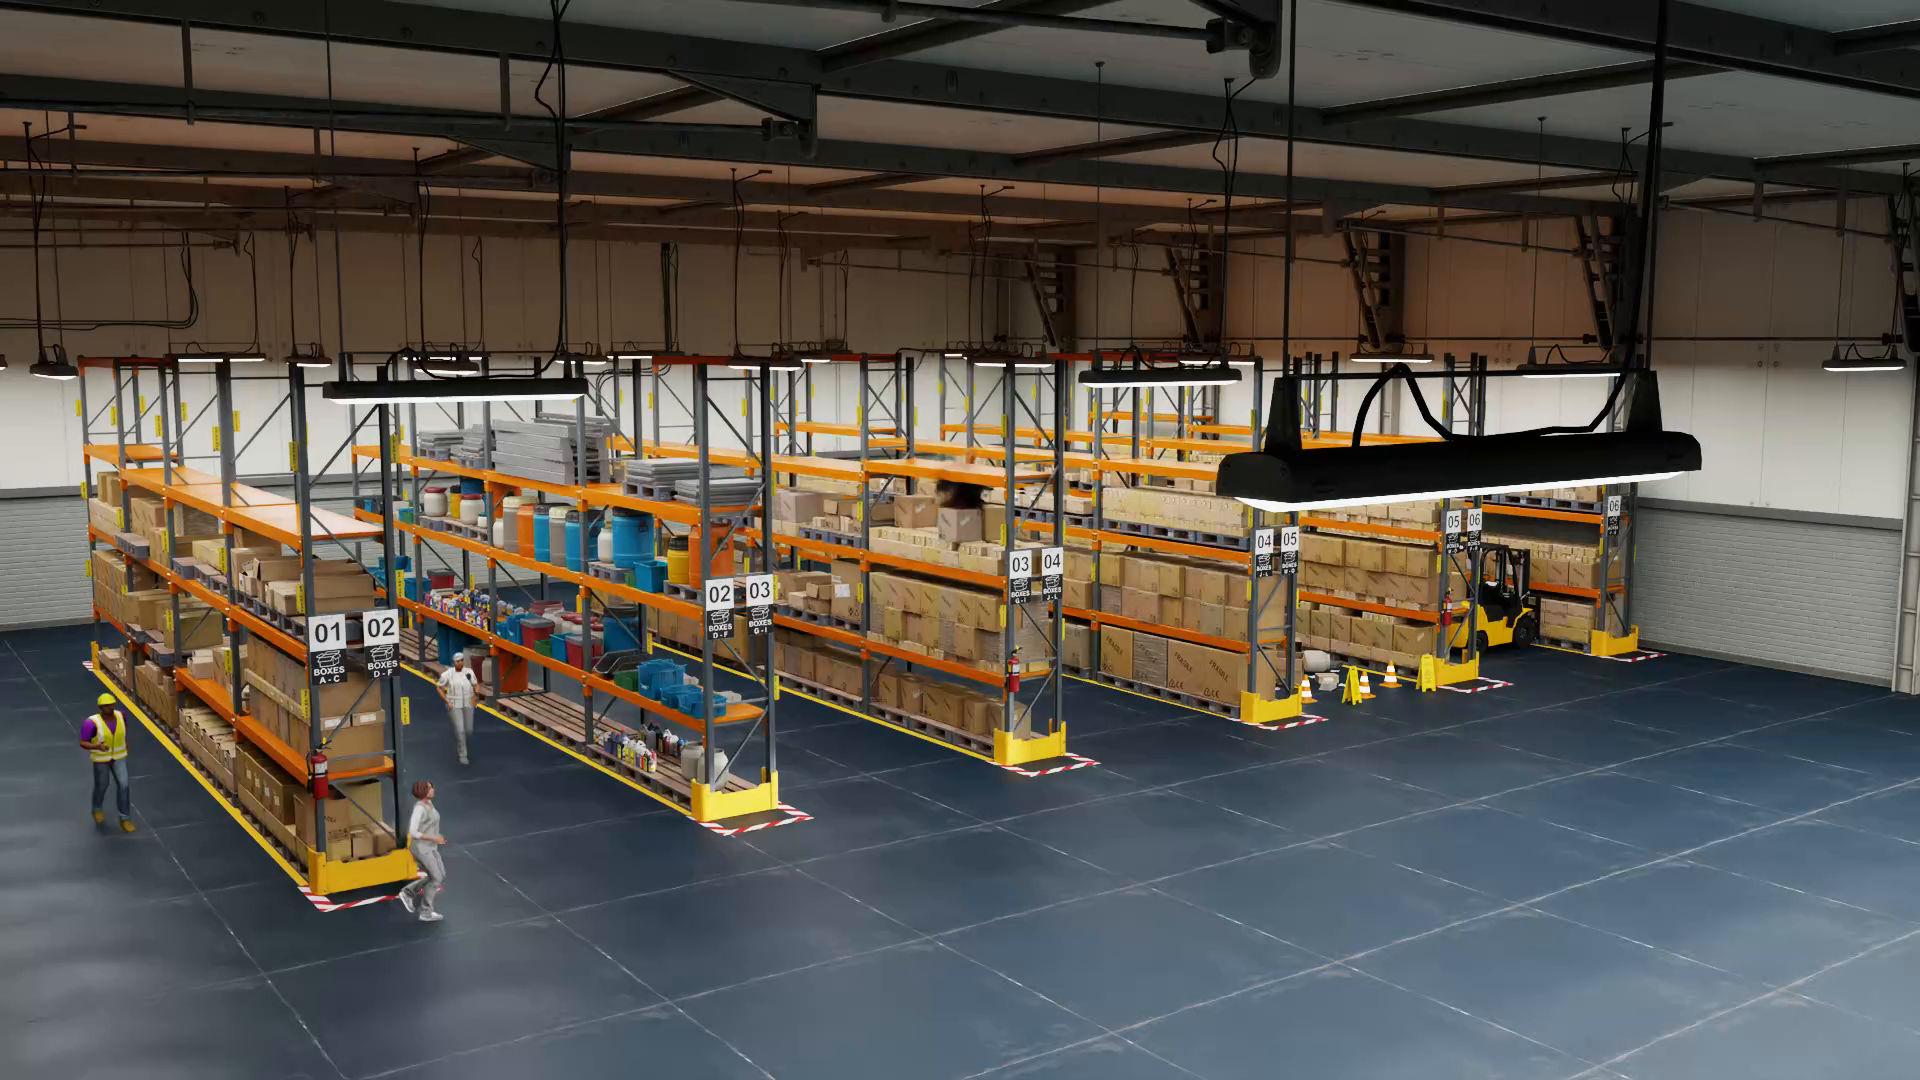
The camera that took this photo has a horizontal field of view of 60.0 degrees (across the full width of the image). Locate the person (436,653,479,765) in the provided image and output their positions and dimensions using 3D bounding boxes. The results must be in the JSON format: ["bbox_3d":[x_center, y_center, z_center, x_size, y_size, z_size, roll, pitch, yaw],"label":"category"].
[{"bbox_3d":[-7.538,2.498,25.023,0.618,1.648,0.742,-5,8,-34],"label":"person"}]

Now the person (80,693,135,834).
[{"bbox_3d":[-11.012,2.850,21.462,0.640,1.796,0.890,-6,9,-42],"label":"person"}]

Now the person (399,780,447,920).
[{"bbox_3d":[-5.865,3.390,18.157,0.569,1.570,0.561,-1,7,-5],"label":"person"}]
